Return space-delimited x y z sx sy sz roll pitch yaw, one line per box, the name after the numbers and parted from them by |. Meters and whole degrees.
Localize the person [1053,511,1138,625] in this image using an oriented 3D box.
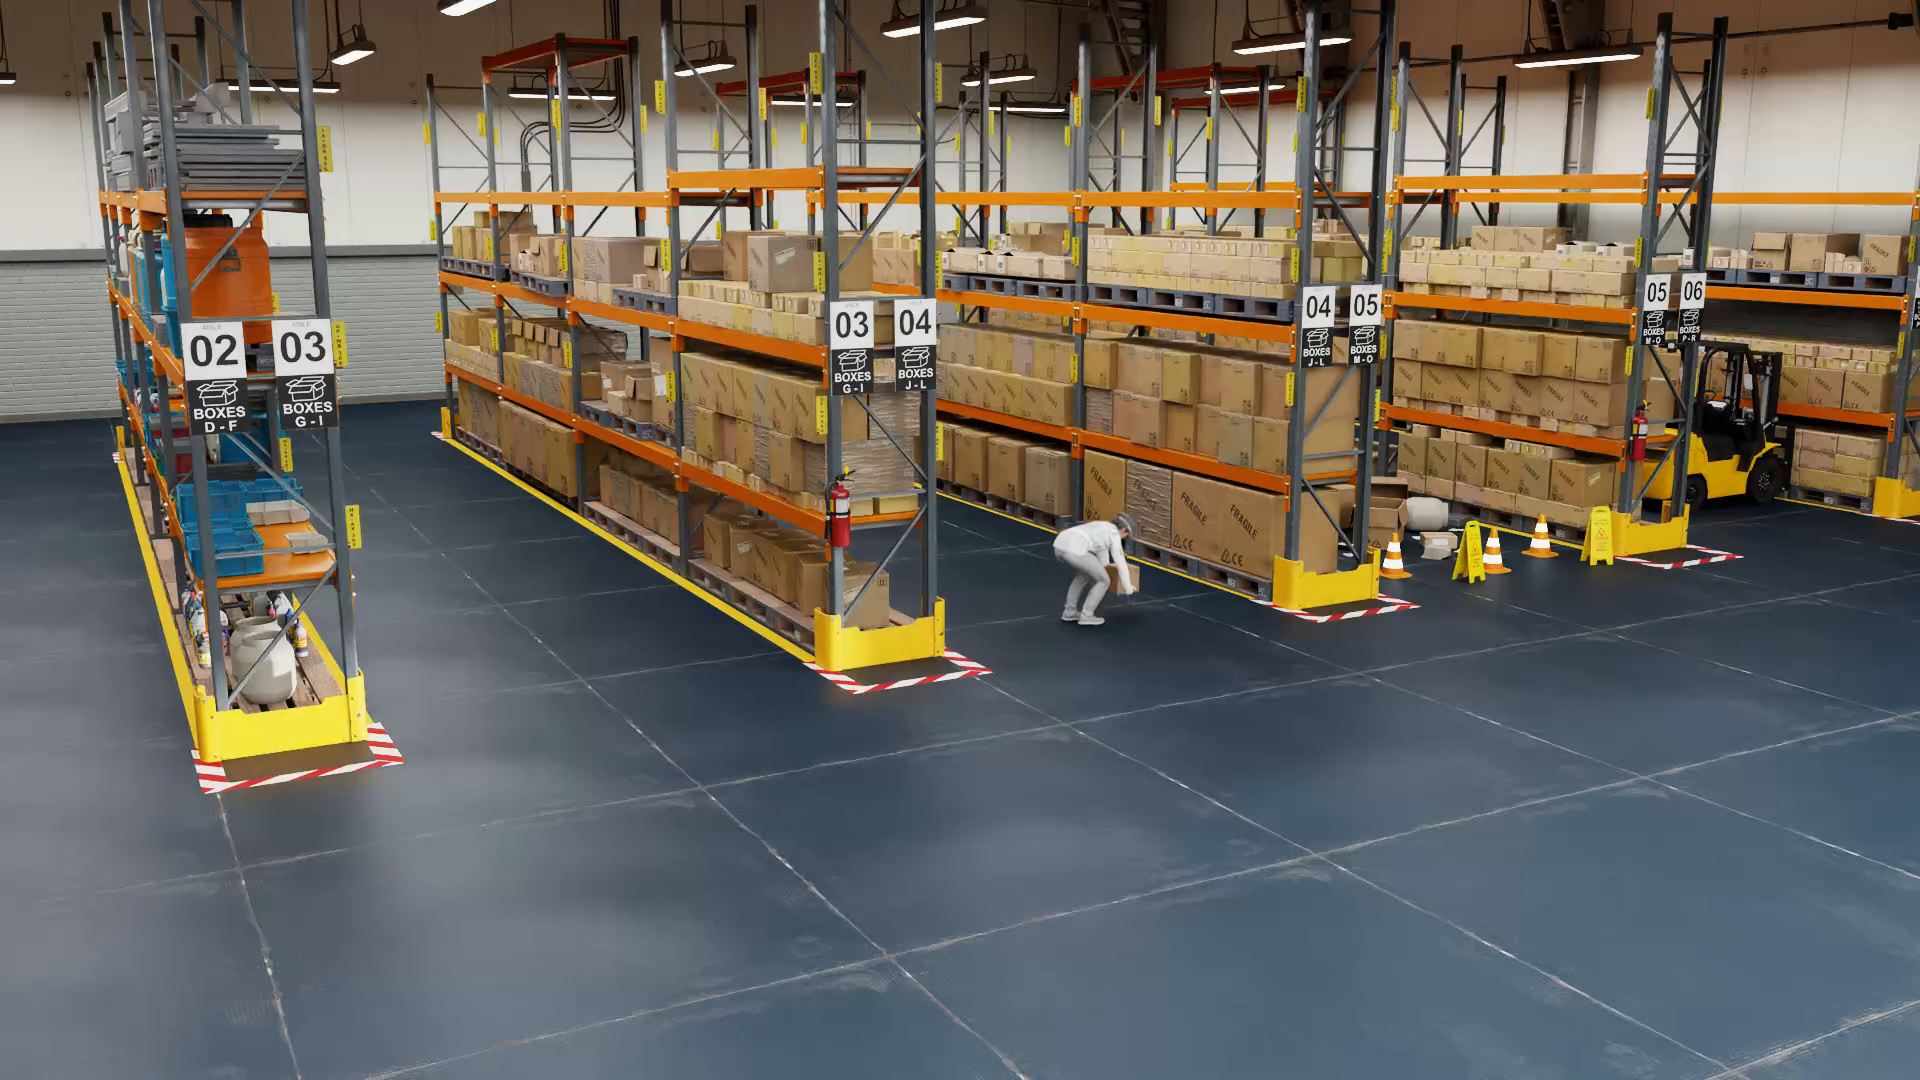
1.328 0.272 16.165 0.921 1.048 0.451 -7 14 -31 | person
